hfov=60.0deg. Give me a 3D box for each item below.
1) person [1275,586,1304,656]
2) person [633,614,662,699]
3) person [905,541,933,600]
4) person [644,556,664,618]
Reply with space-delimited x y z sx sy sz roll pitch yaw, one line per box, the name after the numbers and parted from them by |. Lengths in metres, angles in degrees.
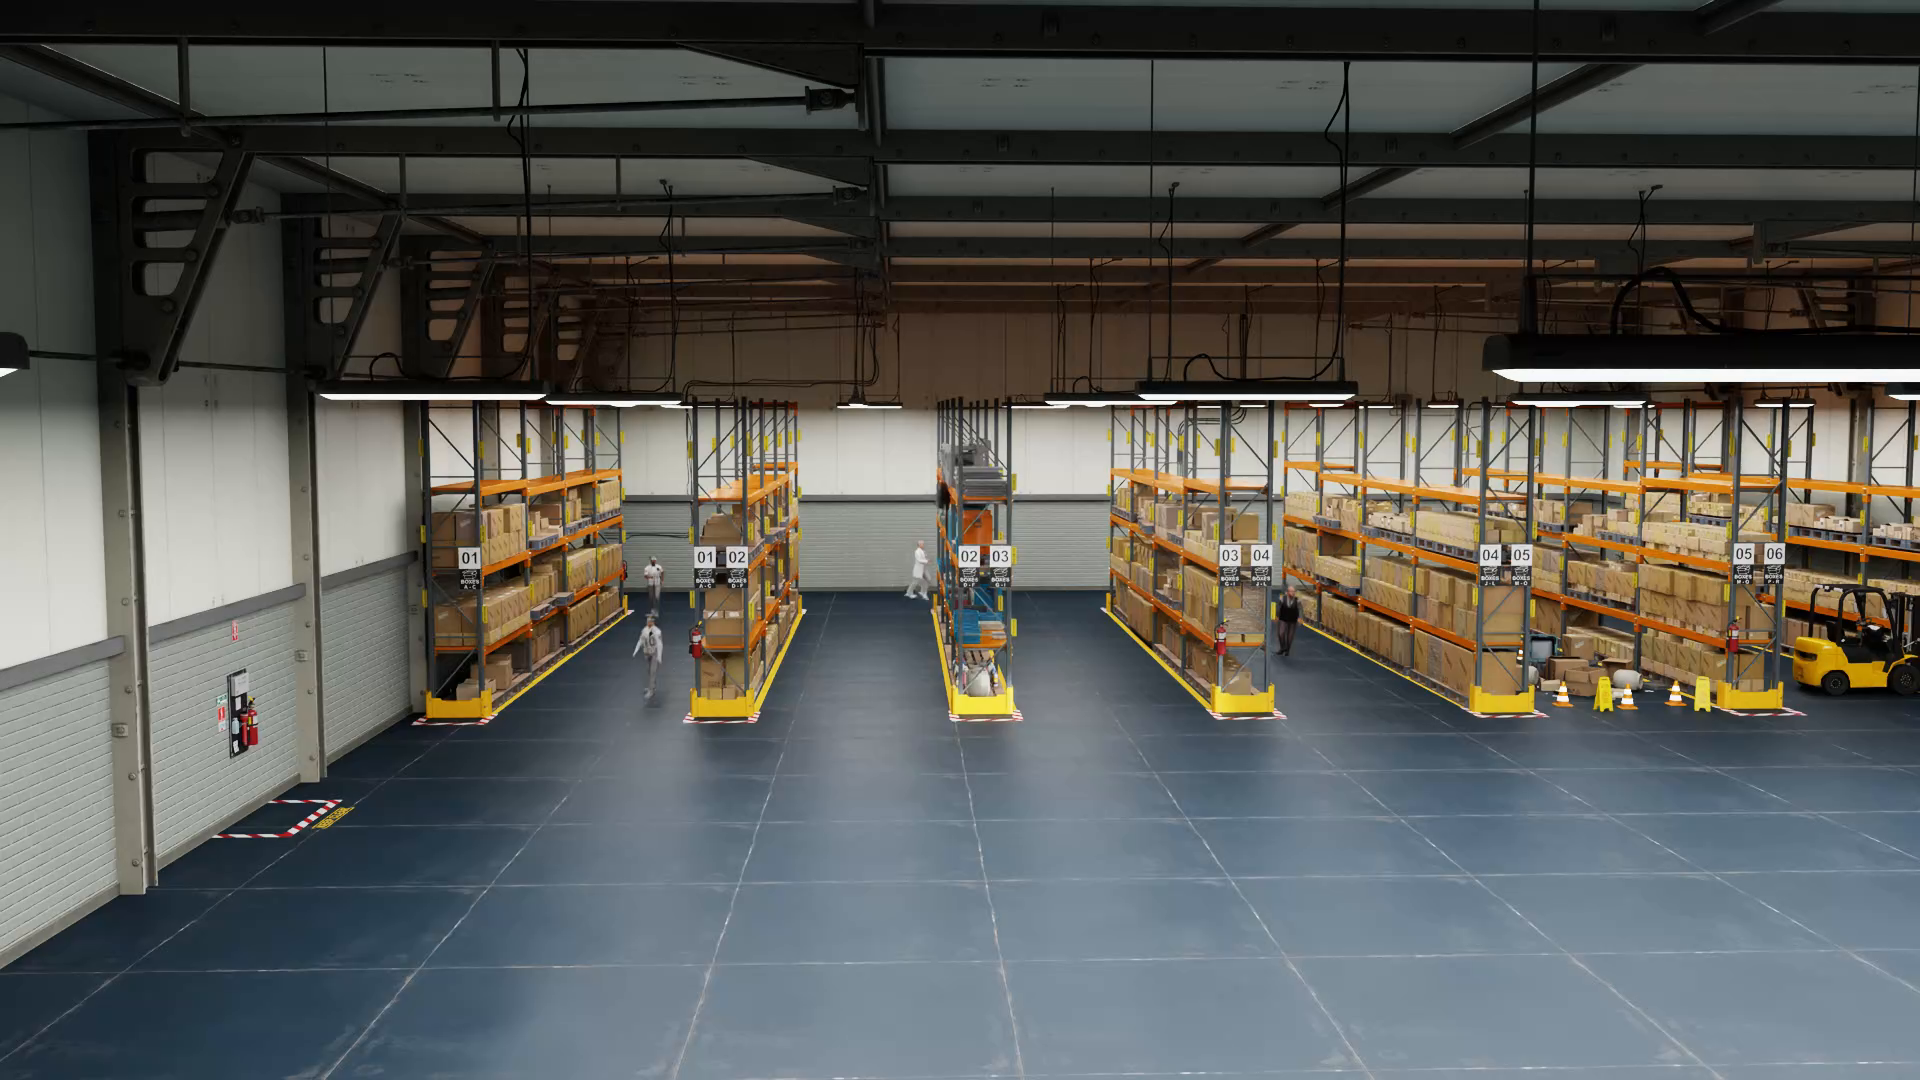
7.659 1.891 38.676 0.651 1.666 0.736 1 4 8 | person
-6.275 2.314 33.578 0.663 1.656 0.746 3 5 31 | person
-1.219 0.932 50.655 0.907 1.836 0.686 2 5 19 | person
-8.537 1.297 46.397 0.530 1.748 0.848 -1 4 -7 | person
